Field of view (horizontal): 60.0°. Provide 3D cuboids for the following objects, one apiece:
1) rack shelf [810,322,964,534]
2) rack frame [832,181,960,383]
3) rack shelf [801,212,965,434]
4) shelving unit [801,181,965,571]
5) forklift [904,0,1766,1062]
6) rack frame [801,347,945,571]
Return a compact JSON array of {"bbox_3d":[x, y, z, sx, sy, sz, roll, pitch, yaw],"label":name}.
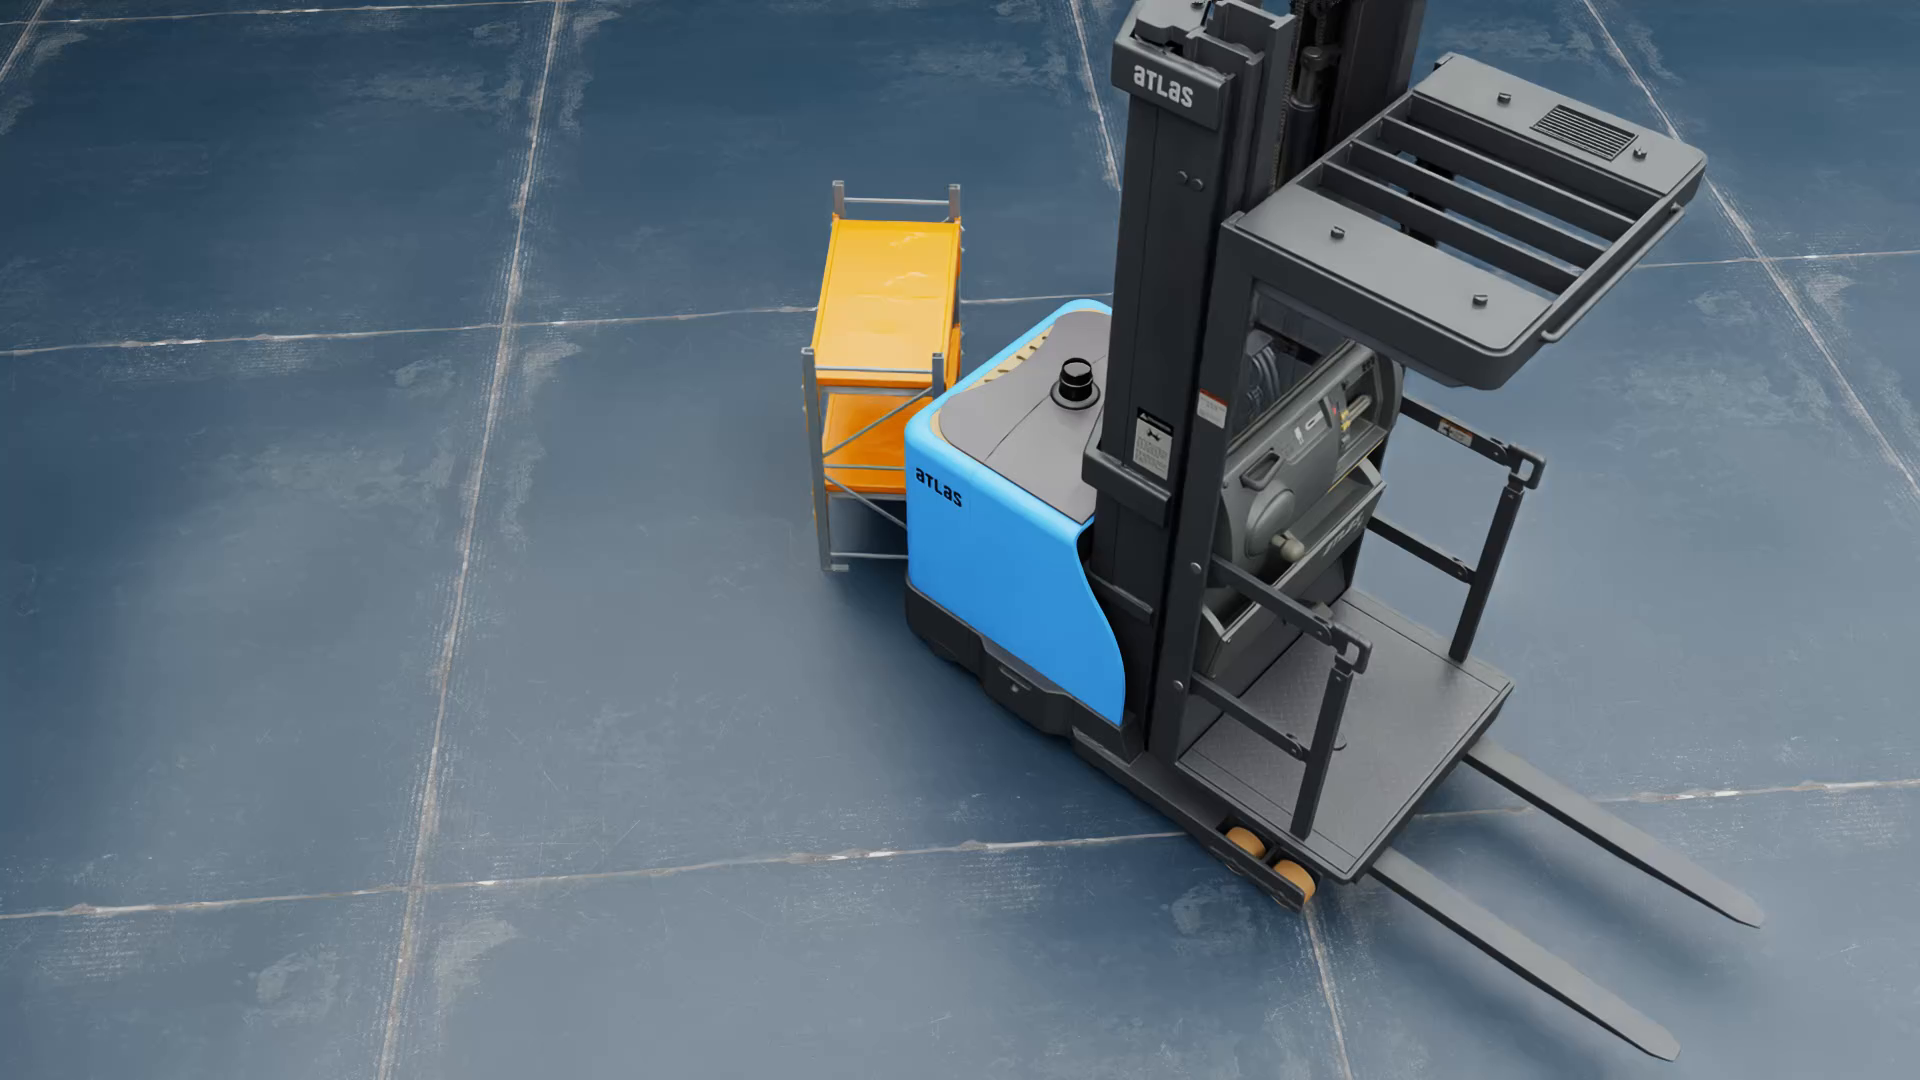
[{"bbox_3d":[-0.278,-0.469,6.756,0.538,0.278,1.000,2,47,2],"label":"rack shelf"},{"bbox_3d":[-0.250,-1.006,6.928,0.500,1.125,0.032,2,47,2],"label":"rack frame"},{"bbox_3d":[-0.278,-0.838,6.366,0.538,0.278,1.000,2,47,2],"label":"rack shelf"},{"bbox_3d":[-0.278,-0.637,6.579,0.538,1.125,1.048,2,47,2],"label":"shelving unit"},{"bbox_3d":[1.226,-0.209,4.929,3.031,2.935,1.130,33,55,27],"label":"forklift"},{"bbox_3d":[-0.305,-0.268,6.230,0.500,1.125,0.032,2,47,2],"label":"rack frame"}]
